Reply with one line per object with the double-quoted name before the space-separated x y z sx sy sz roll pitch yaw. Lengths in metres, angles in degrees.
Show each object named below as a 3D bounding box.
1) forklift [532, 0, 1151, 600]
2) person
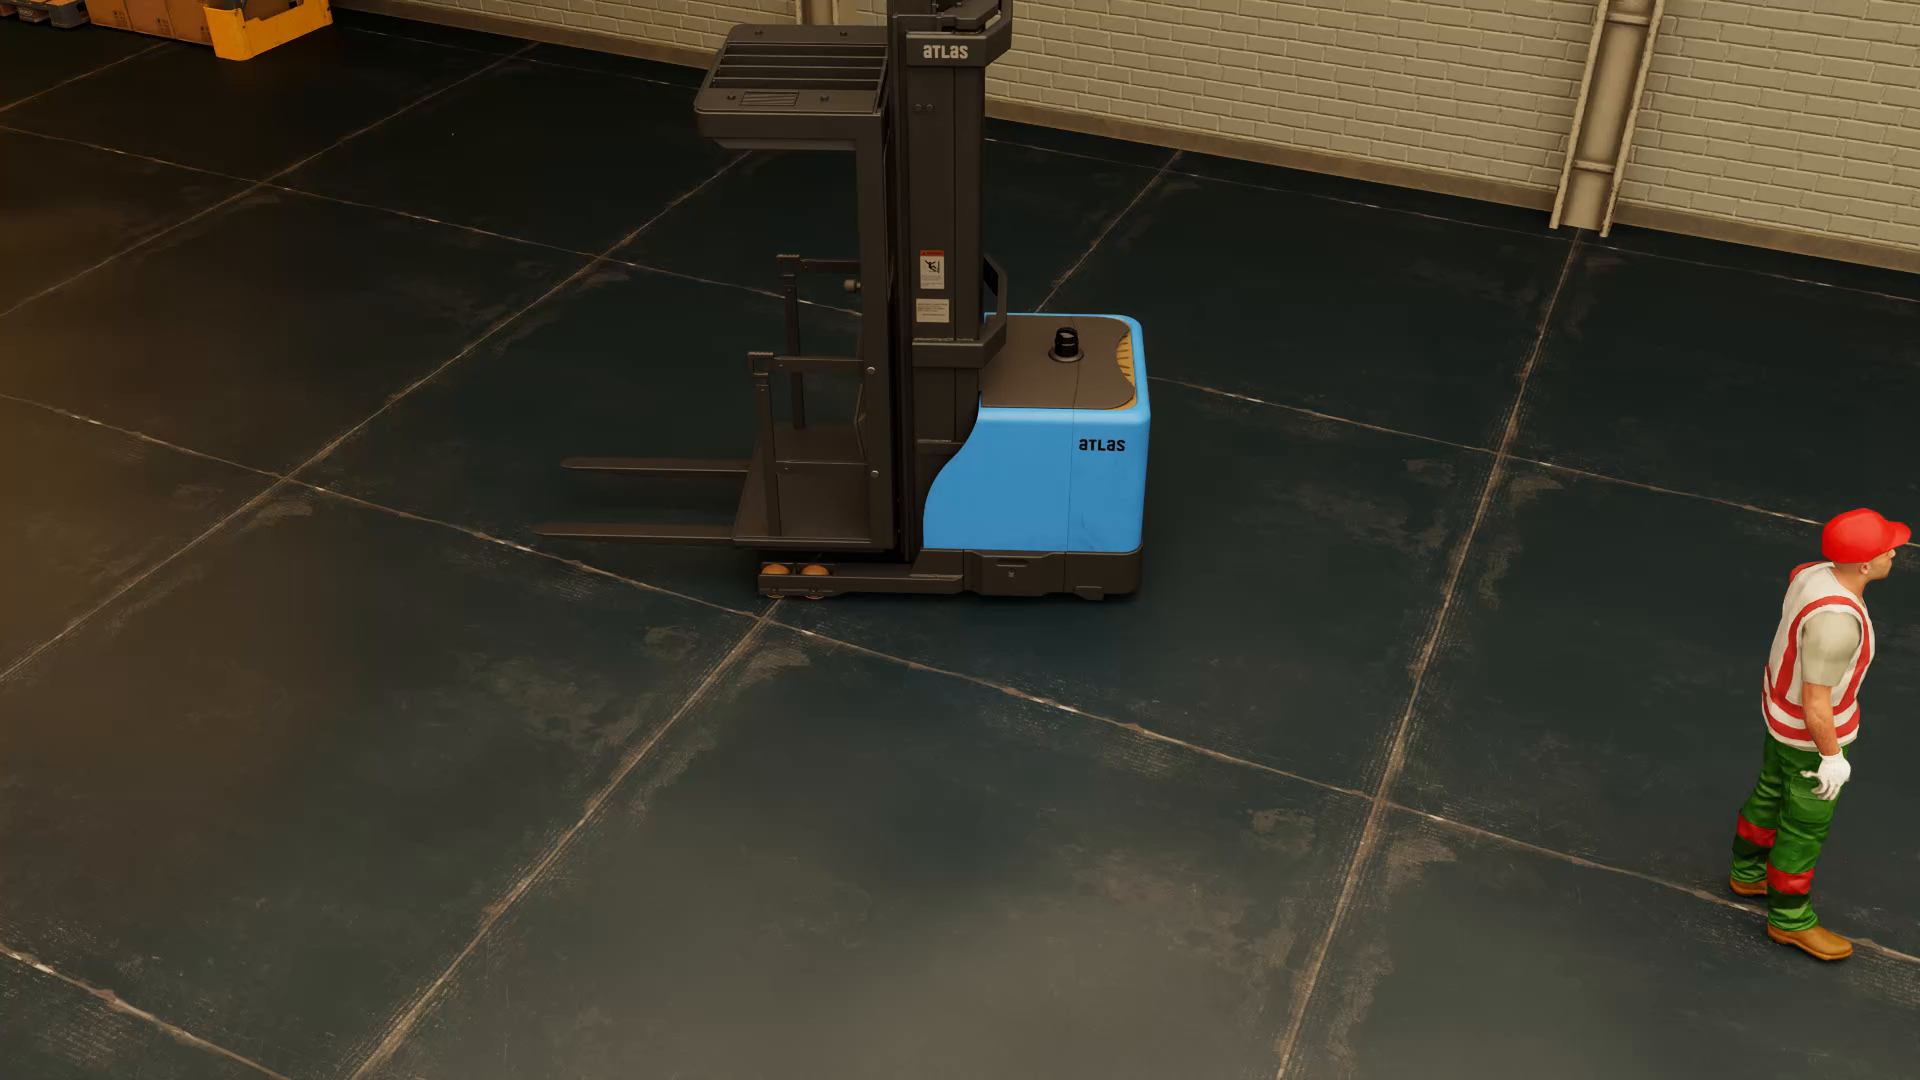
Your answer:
"forklift" -0.608 -1.208 7.780 3.031 2.935 1.130 1 36 2
"person" 3.201 0.681 6.103 0.565 1.786 0.638 9 37 13
